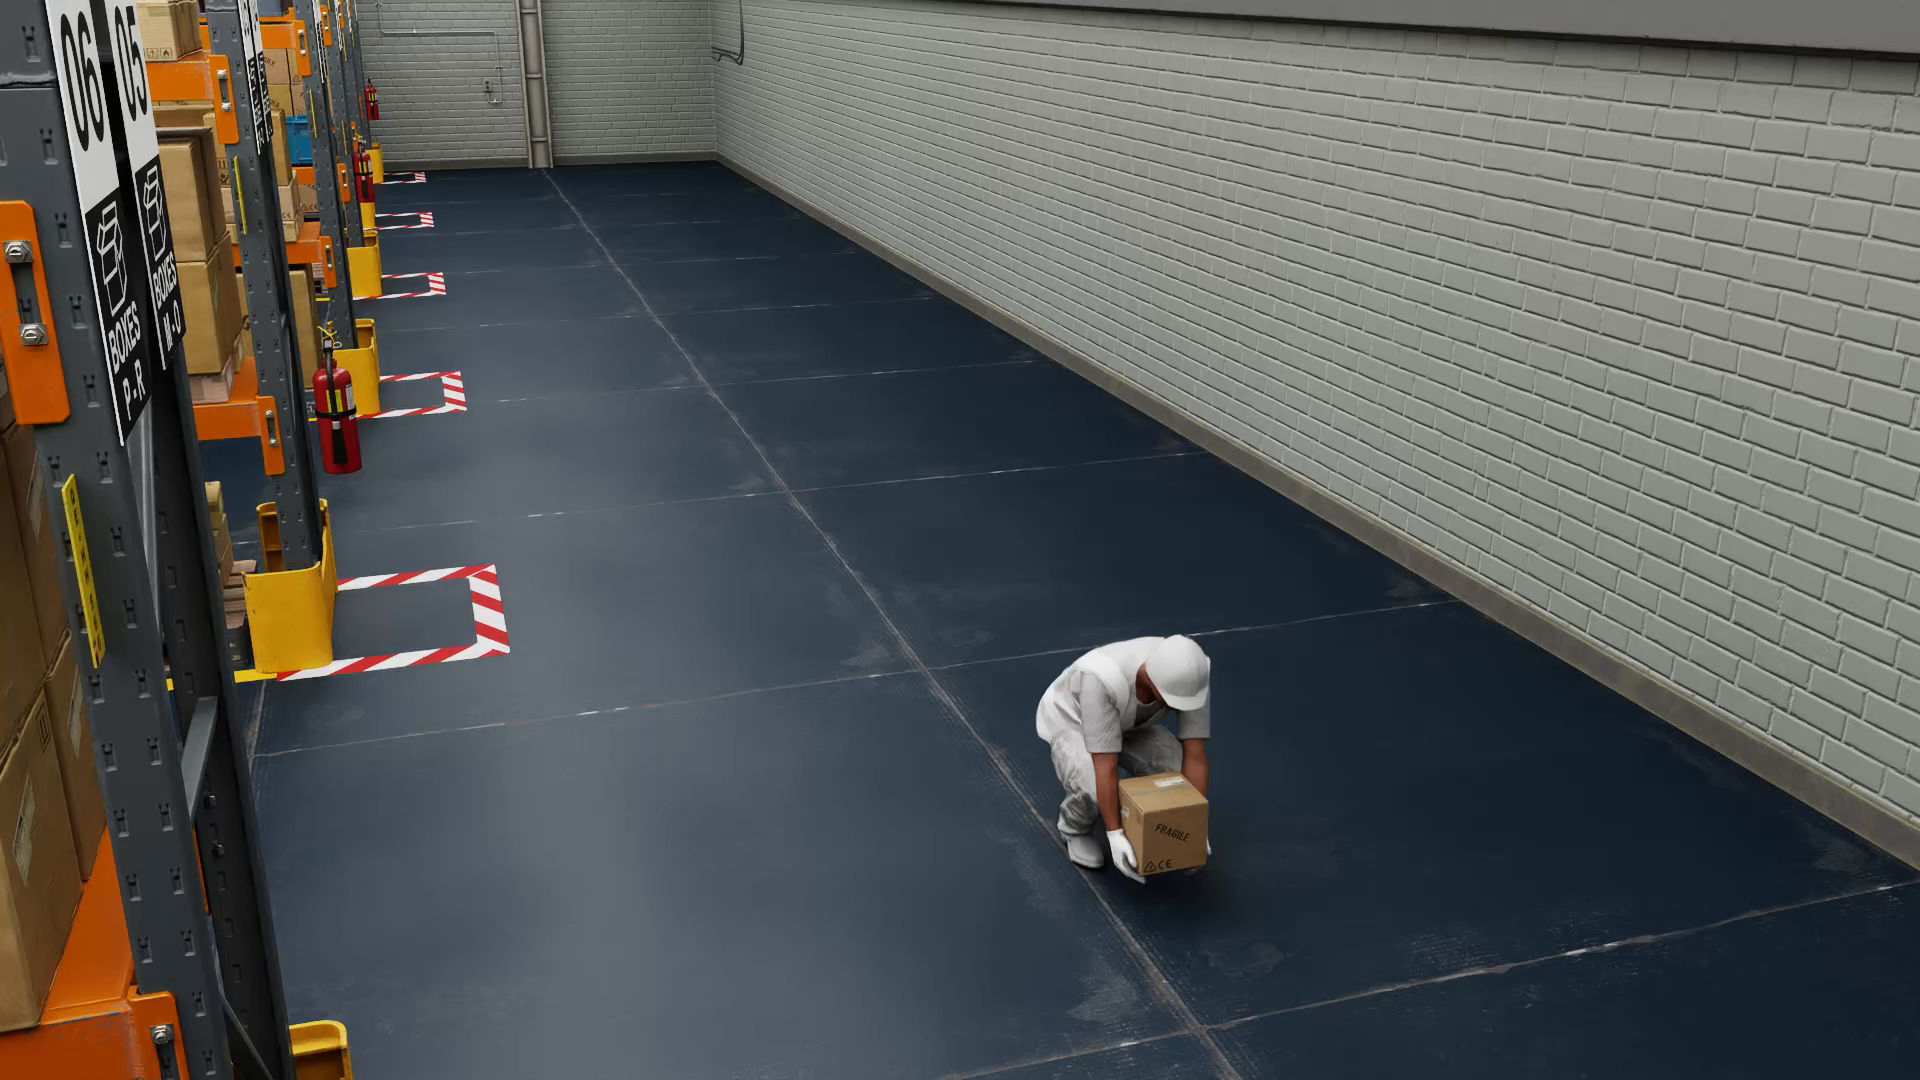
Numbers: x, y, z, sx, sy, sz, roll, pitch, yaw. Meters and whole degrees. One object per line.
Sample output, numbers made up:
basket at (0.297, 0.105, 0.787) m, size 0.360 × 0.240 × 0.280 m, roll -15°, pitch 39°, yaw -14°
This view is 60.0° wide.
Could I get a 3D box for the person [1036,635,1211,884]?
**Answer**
person at (0.645, 0.663, 6.107) m, size 0.536 × 0.873 × 0.898 m, roll -7°, pitch 20°, yaw -18°
